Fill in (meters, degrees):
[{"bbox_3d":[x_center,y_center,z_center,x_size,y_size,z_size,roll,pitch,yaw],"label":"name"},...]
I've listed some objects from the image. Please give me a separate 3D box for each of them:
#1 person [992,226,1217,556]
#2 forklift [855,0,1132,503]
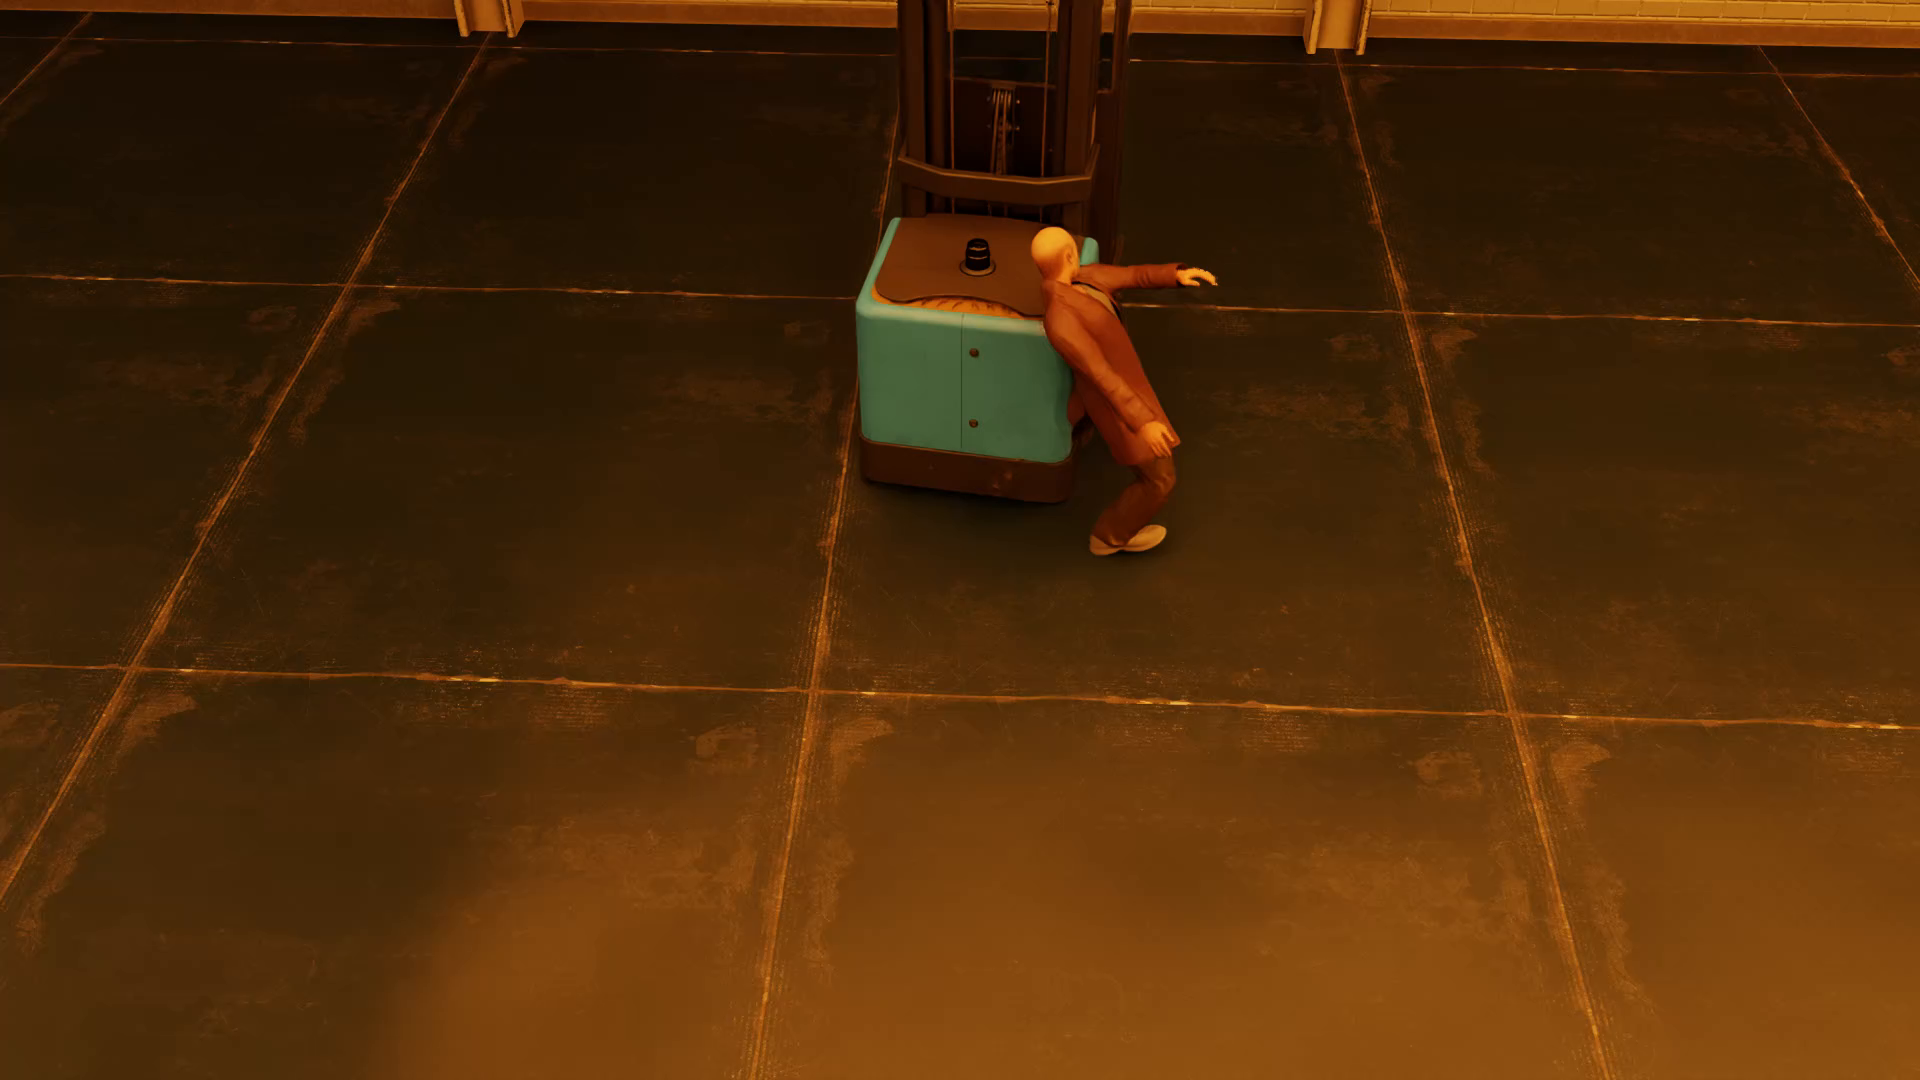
[{"bbox_3d":[0.671,-0.583,7.376,0.893,1.565,0.979,-11,43,-12],"label":"person"},{"bbox_3d":[0.295,-2.263,8.221,1.130,2.935,3.031,7,43,8],"label":"forklift"}]
